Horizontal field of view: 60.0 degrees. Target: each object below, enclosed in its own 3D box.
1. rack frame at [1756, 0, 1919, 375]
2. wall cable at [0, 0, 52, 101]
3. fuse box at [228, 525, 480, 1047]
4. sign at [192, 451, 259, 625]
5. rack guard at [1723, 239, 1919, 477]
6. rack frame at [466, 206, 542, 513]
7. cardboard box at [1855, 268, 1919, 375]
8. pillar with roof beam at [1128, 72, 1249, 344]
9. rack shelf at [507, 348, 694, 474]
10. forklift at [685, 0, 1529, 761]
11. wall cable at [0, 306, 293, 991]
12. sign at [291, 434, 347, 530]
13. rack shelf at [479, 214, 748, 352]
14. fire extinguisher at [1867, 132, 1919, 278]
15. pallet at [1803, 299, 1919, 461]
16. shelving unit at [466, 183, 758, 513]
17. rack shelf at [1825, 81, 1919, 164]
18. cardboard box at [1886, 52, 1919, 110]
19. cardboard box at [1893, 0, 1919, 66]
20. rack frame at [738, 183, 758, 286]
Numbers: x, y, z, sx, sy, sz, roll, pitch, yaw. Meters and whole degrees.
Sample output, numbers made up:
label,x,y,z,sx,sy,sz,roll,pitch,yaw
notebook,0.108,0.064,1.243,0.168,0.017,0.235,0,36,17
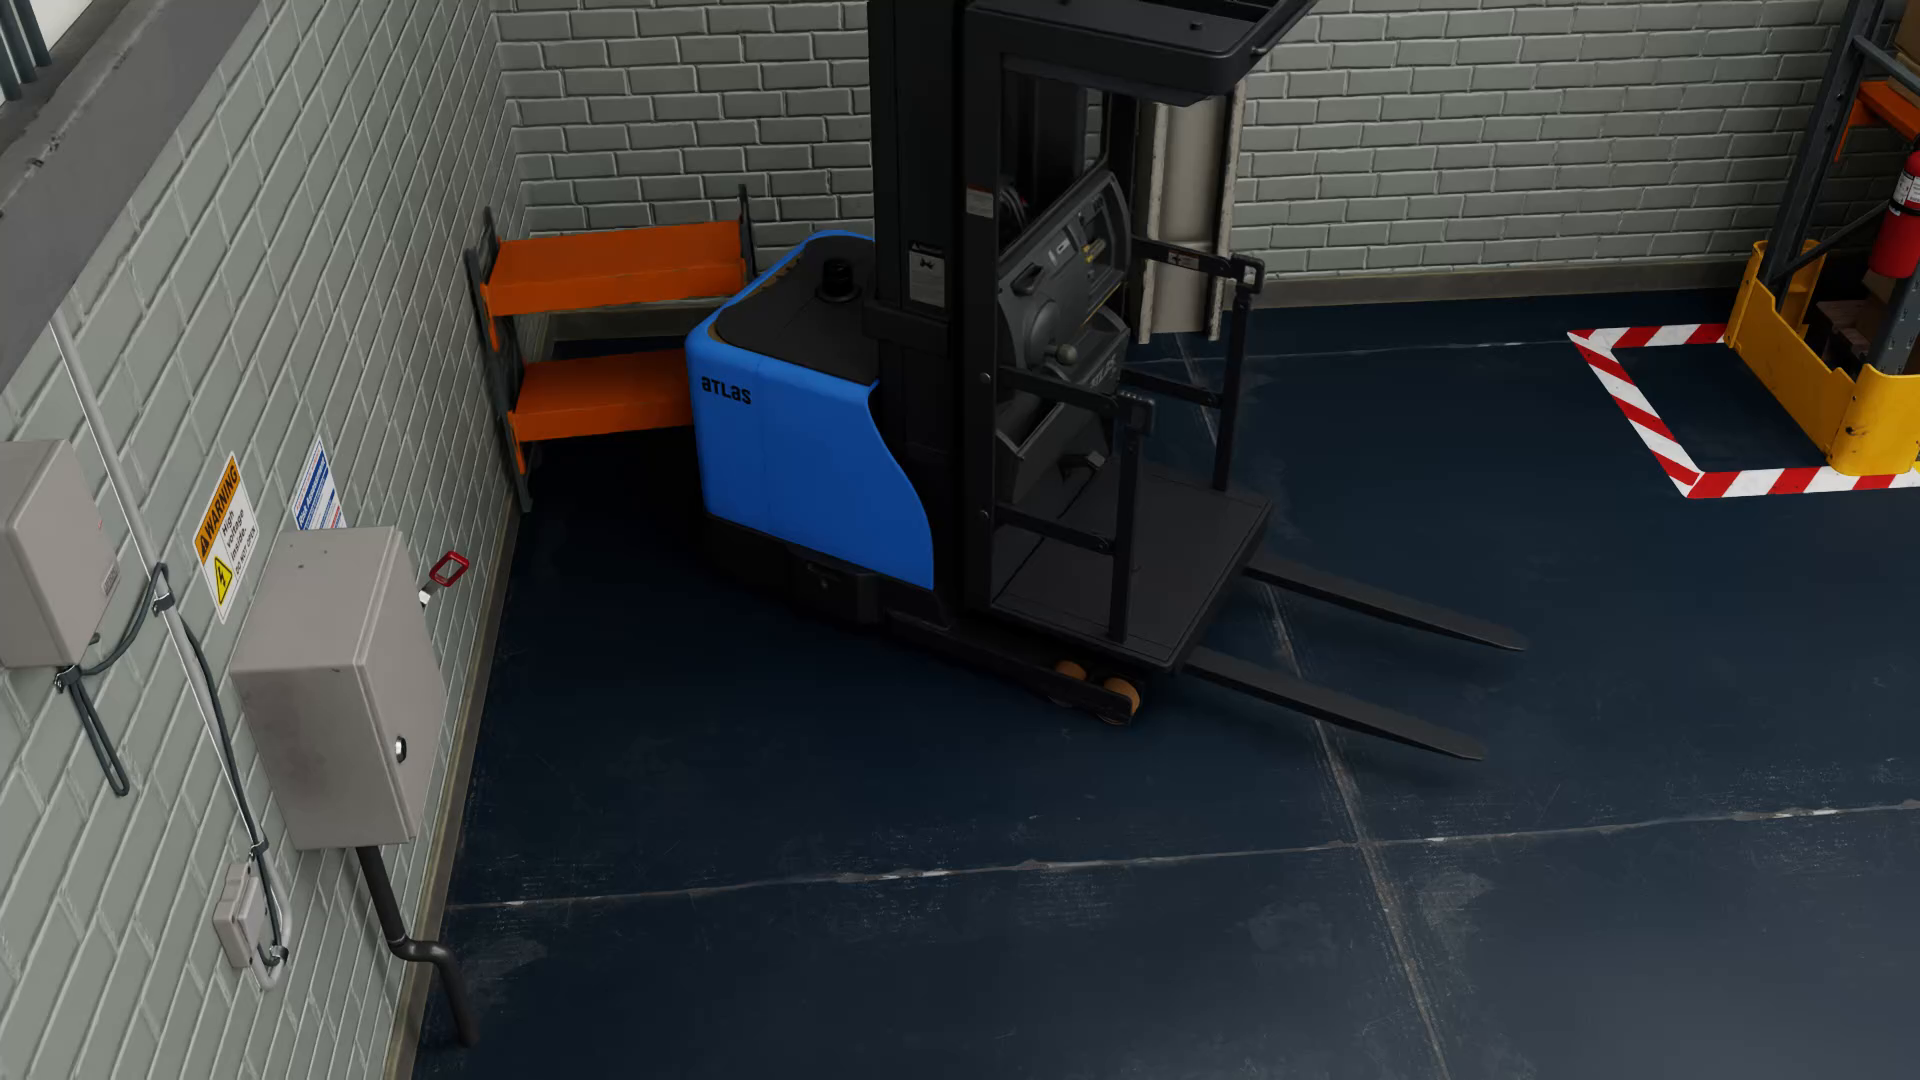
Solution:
label,x,y,z,sx,sy,sz,roll,pitch,yaw
rack frame,3.796,-1.811,6.624,0.127,3.000,1.000,-3,38,-4
wall cable,-1.674,-2.818,3.026,0.133,3.039,2.988,-3,38,-4
fuse box,-1.416,0.777,4.384,0.414,1.711,0.539,-3,38,-4
sign,-1.617,-0.008,3.672,0.001,0.242,0.339,-3,38,-4
rack guard,3.872,-0.834,7.403,0.348,0.500,1.175,-3,38,-4
rack frame,-1.825,-0.720,6.696,0.032,1.125,0.500,-6,31,-4
cardboard box,4.414,-0.971,7.235,0.637,0.503,0.797,-5,39,-6
pillar with roof beam,1.412,-1.918,1.916,0.400,9.000,9.100,-3,38,-4
rack shelf,-1.307,-0.565,6.858,1.000,0.278,0.538,-6,31,-4
forklift,0.539,-0.872,5.489,3.031,2.935,1.130,18,42,22
wall cable,-1.512,0.302,3.126,0.122,1.984,0.588,-3,38,-4
sign,-1.666,0.015,4.386,0.001,0.494,0.329,-3,38,-4
rack shelf,-1.337,-1.026,6.584,1.000,0.278,0.538,-6,31,-4
fire extinguisher,3.691,-1.341,6.392,0.183,0.674,0.296,-3,38,-4
pallet,4.666,-0.765,7.549,1.213,0.211,1.003,-3,38,-4
shelving unit,-1.321,-0.775,6.733,1.048,1.125,0.538,-6,31,-4
rack shelf,5.788,-1.638,6.986,4.000,0.370,1.077,-3,38,-4
cardboard box,4.103,-1.896,6.935,0.250,0.149,0.380,-4,38,-4
cardboard box,4.231,-2.058,6.818,0.500,0.250,0.500,-2,38,-3
rack frame,-0.817,-0.829,6.770,0.032,1.125,0.500,-6,31,-4
